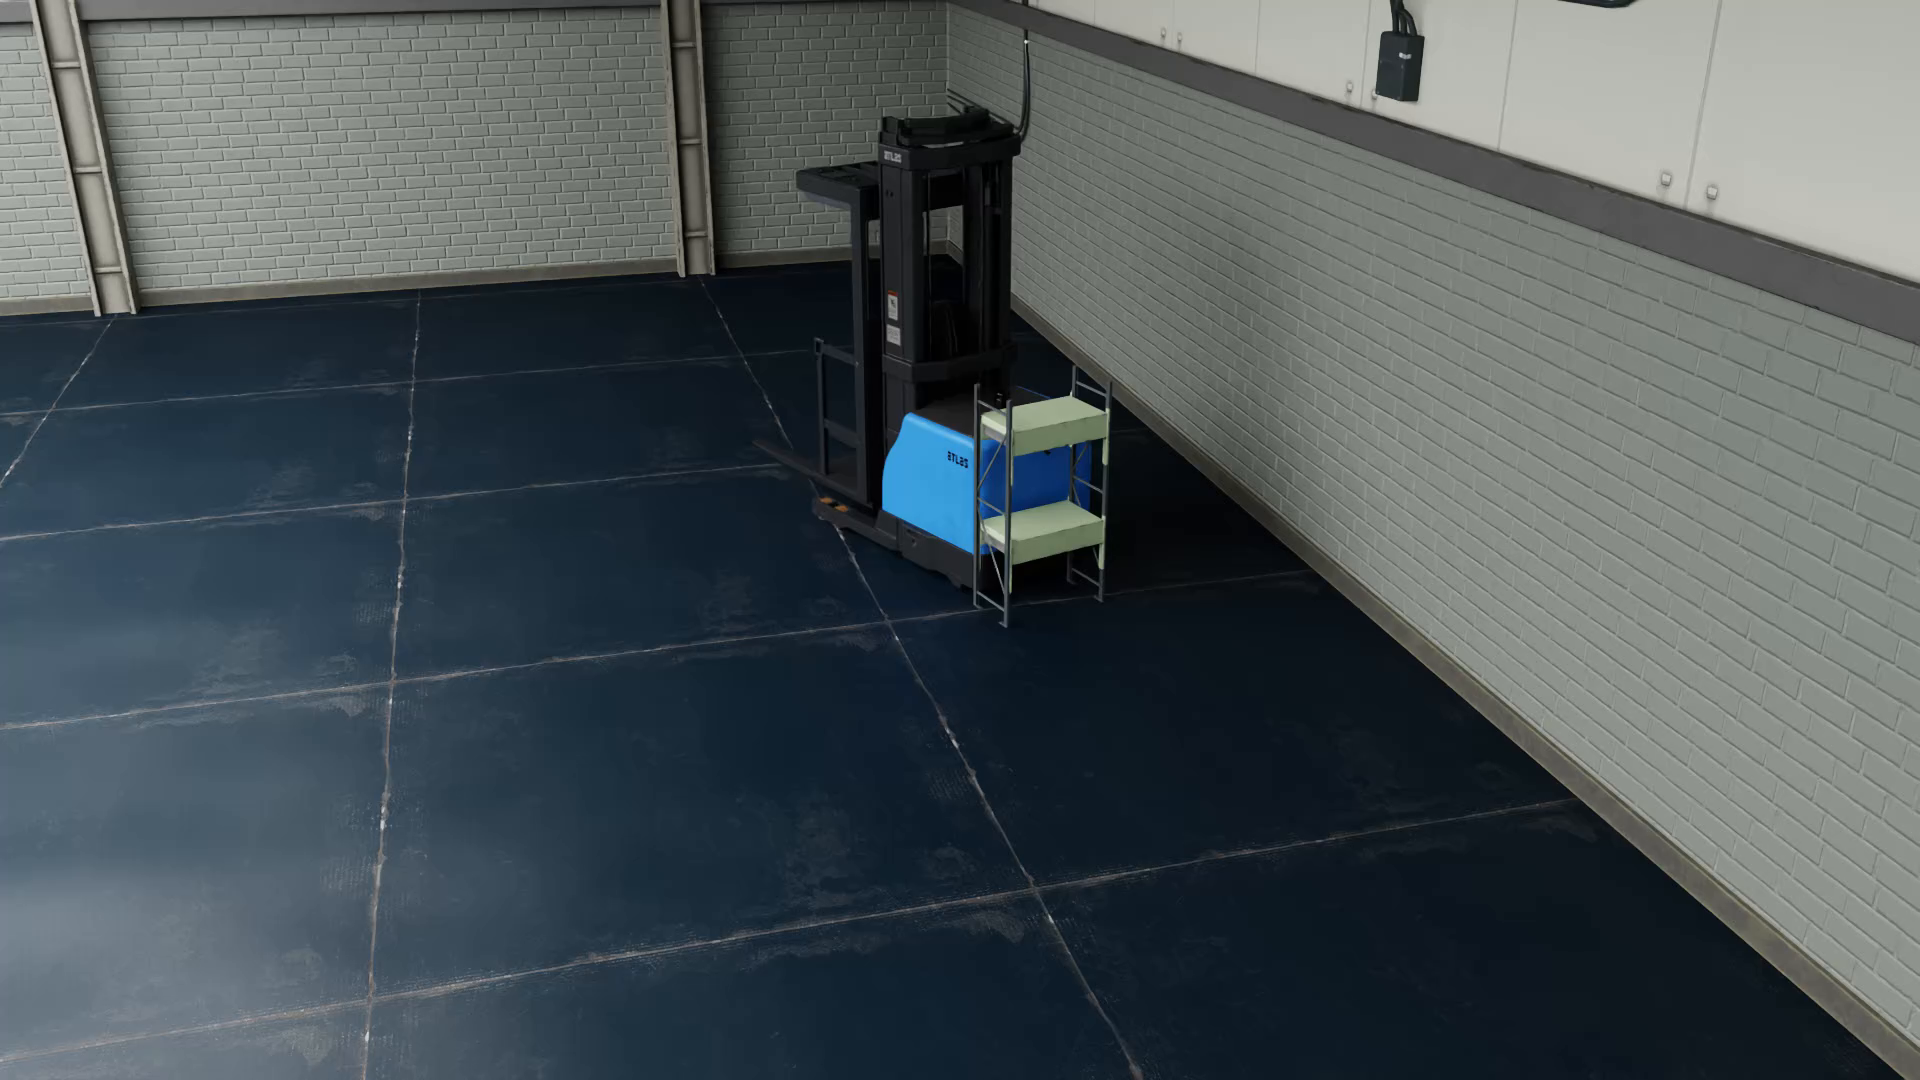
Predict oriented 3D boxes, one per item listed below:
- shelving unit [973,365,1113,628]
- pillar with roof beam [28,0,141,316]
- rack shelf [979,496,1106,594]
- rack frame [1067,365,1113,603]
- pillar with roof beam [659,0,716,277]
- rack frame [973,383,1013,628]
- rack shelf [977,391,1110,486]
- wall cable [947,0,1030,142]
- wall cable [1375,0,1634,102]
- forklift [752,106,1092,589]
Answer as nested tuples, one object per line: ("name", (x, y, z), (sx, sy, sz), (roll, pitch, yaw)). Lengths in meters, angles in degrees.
("shelving unit", (0.513, -0.278, 10.496), (0.755, 1.500, 0.431), (-13, 27, -28))
("pillar with roof beam", (-7.591, -4.883, 11.717), (0.400, 9.000, 9.100), (-6, 24, -14))
("rack shelf", (0.513, 0.022, 10.624), (0.720, 0.370, 0.431), (-13, 27, -28))
("rack frame", (0.826, -0.353, 10.670), (0.023, 1.500, 0.400), (-13, 27, -28))
("pillar with roof beam", (-1.814, -5.522, 13.207), (0.400, 9.000, 9.100), (-6, 24, -14))
("rack frame", (0.200, -0.203, 10.321), (0.023, 1.500, 0.400), (-13, 27, -28))
("rack shelf", (0.513, -0.637, 10.342), (0.720, 0.370, 0.431), (-13, 27, -28))
("wall cable", (0.217, -5.541, 17.189), (0.112, 2.526, 3.097), (-6, 24, -14))
("wall cable", (2.766, -4.925, 7.503), (0.169, 6.003, 2.305), (-6, 24, -14))
("forklift", (-0.419, -1.536, 11.613), (1.130, 2.935, 3.031), (-18, 29, -35))
